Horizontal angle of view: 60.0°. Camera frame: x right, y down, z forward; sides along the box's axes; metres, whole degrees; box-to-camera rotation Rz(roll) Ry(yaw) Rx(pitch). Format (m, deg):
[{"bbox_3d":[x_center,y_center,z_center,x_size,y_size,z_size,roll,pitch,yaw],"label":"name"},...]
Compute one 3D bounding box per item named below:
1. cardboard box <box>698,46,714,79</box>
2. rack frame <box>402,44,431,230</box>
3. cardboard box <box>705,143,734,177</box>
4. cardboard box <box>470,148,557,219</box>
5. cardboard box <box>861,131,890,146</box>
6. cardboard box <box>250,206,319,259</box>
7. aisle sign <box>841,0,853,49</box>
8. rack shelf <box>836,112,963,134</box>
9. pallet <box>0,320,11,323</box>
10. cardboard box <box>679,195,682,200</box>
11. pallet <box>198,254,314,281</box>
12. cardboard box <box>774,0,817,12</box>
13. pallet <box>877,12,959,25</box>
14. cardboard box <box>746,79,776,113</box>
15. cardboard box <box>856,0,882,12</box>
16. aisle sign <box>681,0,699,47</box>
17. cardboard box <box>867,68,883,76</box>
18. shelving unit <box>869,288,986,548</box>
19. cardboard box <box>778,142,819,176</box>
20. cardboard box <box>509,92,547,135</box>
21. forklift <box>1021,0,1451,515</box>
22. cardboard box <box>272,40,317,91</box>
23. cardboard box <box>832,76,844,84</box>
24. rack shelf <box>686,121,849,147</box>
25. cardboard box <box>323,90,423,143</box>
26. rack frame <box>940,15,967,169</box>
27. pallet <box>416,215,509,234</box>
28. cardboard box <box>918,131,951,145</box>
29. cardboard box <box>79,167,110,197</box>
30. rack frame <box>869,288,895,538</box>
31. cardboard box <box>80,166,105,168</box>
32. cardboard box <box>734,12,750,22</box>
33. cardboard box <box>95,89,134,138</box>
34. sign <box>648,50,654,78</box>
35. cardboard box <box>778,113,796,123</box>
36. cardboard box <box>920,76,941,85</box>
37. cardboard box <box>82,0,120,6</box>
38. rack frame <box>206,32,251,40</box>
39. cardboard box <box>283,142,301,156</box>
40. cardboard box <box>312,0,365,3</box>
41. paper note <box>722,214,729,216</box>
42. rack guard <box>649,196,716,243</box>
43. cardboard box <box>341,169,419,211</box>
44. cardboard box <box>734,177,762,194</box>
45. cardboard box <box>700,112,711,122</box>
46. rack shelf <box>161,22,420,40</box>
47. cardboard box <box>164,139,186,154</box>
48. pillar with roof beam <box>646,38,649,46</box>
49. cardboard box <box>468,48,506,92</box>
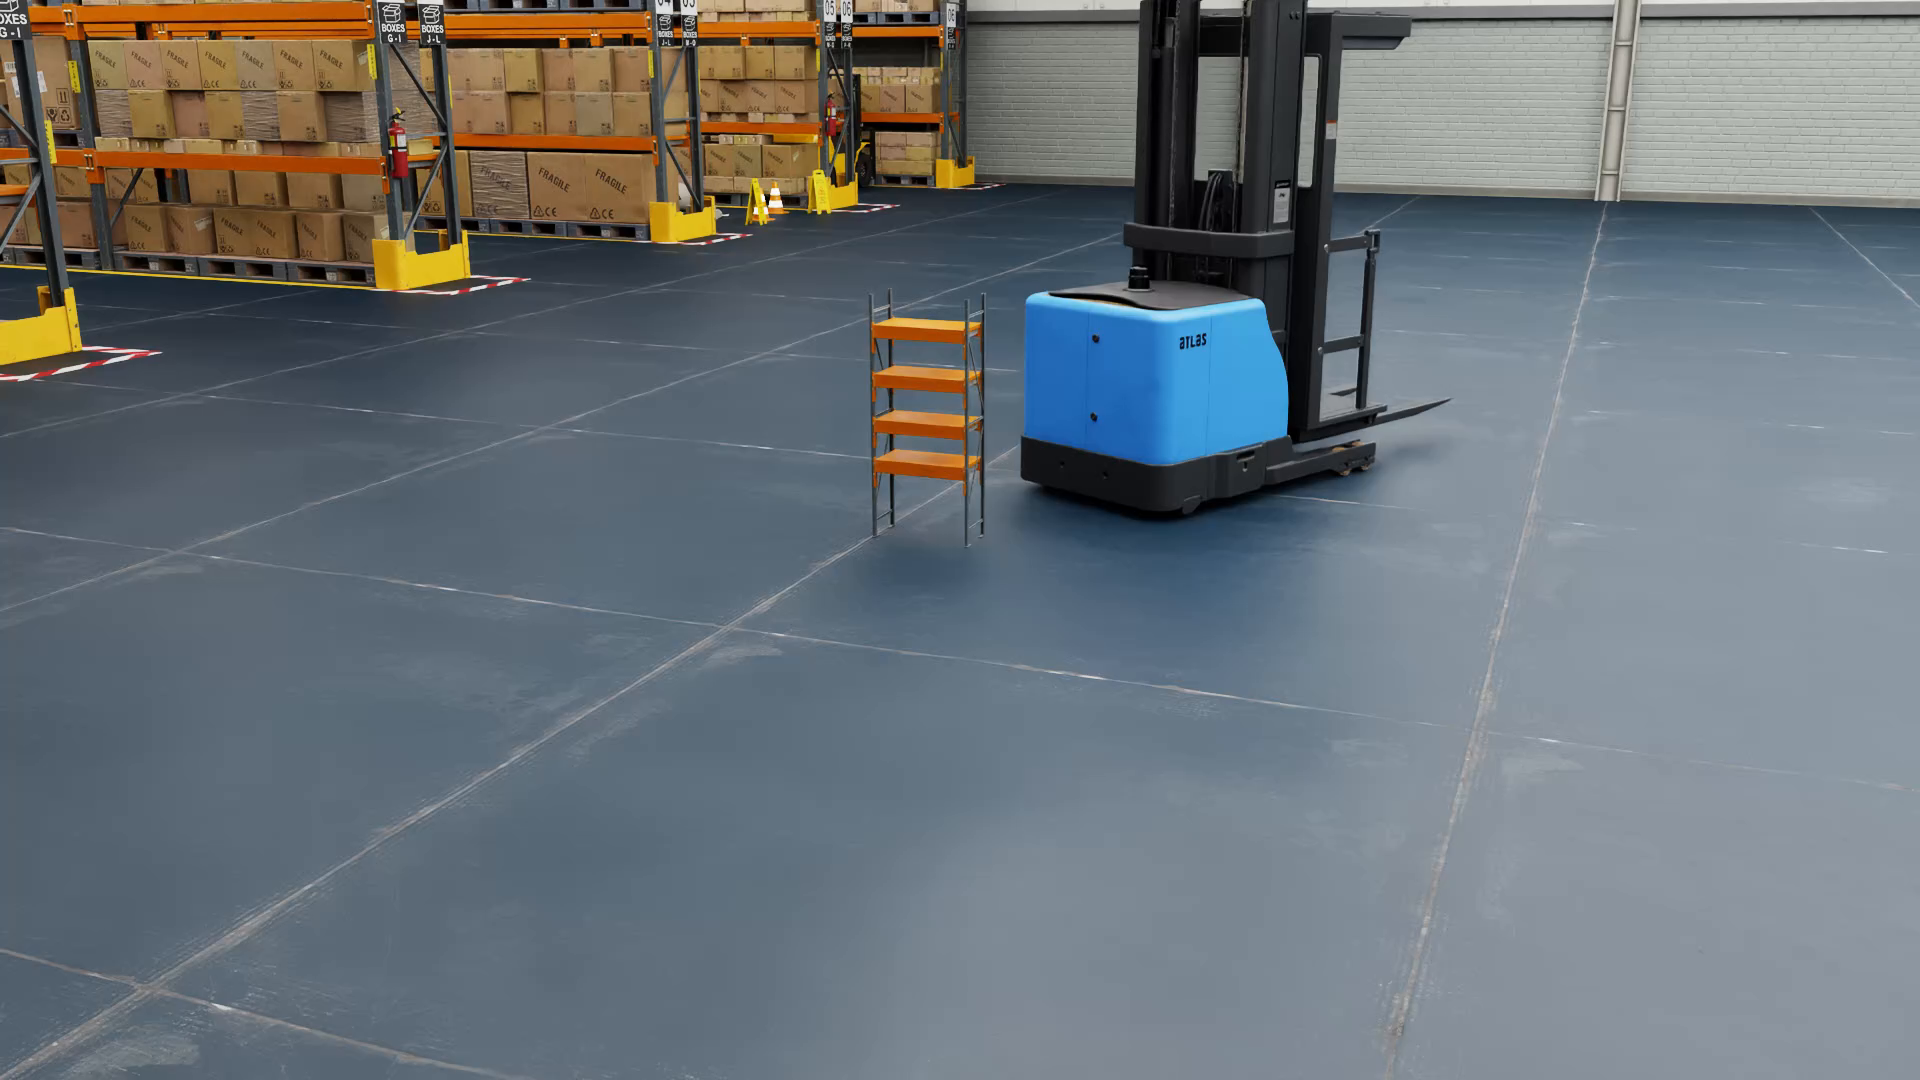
[{"bbox_3d":[-3.876,-7.544,26.274,0.500,0.500,0.700,6,17,20],"label":"cardboard box"},{"bbox_3d":[-7.371,-5.826,22.863,0.127,3.000,1.000,6,17,21],"label":"rack frame"},{"bbox_3d":[-3.722,-6.073,26.546,0.500,0.500,0.500,6,17,19],"label":"cardboard box"},{"bbox_3d":[-5.971,-4.834,22.502,0.875,0.875,0.875,6,17,21],"label":"cardboard box"},{"bbox_3d":[-1.603,-7.426,30.760,0.500,0.250,0.500,7,17,21],"label":"cardboard box"},{"bbox_3d":[-7.282,-3.332,18.001,0.500,0.500,0.500,8,18,26],"label":"cardboard box"},{"bbox_3d":[-1.756,-8.034,25.804,0.004,0.787,0.394,6,17,21],"label":"aisle sign"},{"bbox_3d":[-1.970,-7.858,31.152,4.000,0.370,1.077,6,17,21],"label":"rack shelf"},{"bbox_3d":[-8.223,-1.598,13.298,1.213,0.211,1.003,6,17,21],"label":"pallet"},{"bbox_3d":[-4.490,-5.036,24.617,0.637,0.503,0.797,-5,17,-18],"label":"cardboard box"},{"bbox_3d":[-7.508,-3.027,18.223,1.213,0.211,1.003,6,17,21],"label":"pallet"},{"bbox_3d":[-2.502,-8.205,25.412,0.500,0.250,0.500,6,17,20],"label":"cardboard box"},{"bbox_3d":[-0.758,-9.476,30.214,1.213,0.211,1.003,6,17,21],"label":"pallet"},{"bbox_3d":[-2.998,-6.939,25.982,0.500,0.500,0.500,6,17,21],"label":"cardboard box"},{"bbox_3d":[-1.527,-9.850,30.231,0.500,0.500,0.700,6,17,21],"label":"cardboard box"},{"bbox_3d":[-3.474,-6.736,21.334,0.004,0.787,0.394,6,17,21],"label":"aisle sign"},{"bbox_3d":[-1.502,-8.563,30.413,0.250,0.149,0.380,7,18,22],"label":"cardboard box"},{"bbox_3d":[-0.154,-0.593,8.065,0.503,1.200,0.258,6,17,21],"label":"shelving unit"},{"bbox_3d":[-2.599,-6.109,26.671,0.500,0.500,0.500,6,17,19],"label":"cardboard box"},{"bbox_3d":[-5.514,-5.699,22.157,0.500,0.550,0.875,6,17,21],"label":"cardboard box"},{"bbox_3d":[1.752,-1.864,9.336,3.031,2.935,1.130,-15,22,-41],"label":"forklift"},{"bbox_3d":[-6.633,-4.854,17.007,0.500,0.500,0.500,6,17,21],"label":"cardboard box"},{"bbox_3d":[-2.200,-8.504,30.742,0.250,0.149,0.380,6,17,19],"label":"cardboard box"},{"bbox_3d":[-3.788,-6.571,26.717,4.000,0.370,1.077,6,17,21],"label":"rack shelf"},{"bbox_3d":[-6.065,-4.395,17.221,0.500,0.500,0.875,6,17,21],"label":"cardboard box"},{"bbox_3d":[-0.110,-7.999,30.347,0.127,3.000,1.000,6,17,21],"label":"rack frame"},{"bbox_3d":[-6.692,-4.389,22.914,1.213,0.211,1.003,6,17,21],"label":"pallet"},{"bbox_3d":[-0.487,-7.459,30.871,0.500,0.250,0.500,6,17,20],"label":"cardboard box"},{"bbox_3d":[-12.779,-5.340,24.919,0.500,0.500,0.500,5,17,18],"label":"cardboard box"},{"bbox_3d":[-0.381,-0.618,8.151,0.015,1.200,0.240,6,17,21],"label":"rack frame"},{"bbox_3d":[-12.765,-5.704,24.826,0.500,0.250,0.500,7,17,22],"label":"cardboard box"},{"bbox_3d":[-3.301,-8.105,25.781,0.250,0.149,0.380,6,17,20],"label":"cardboard box"},{"bbox_3d":[-8.889,-4.679,18.198,0.500,0.500,0.875,6,17,21],"label":"cardboard box"},{"bbox_3d":[-3.862,-5.948,20.779,0.005,0.325,0.100,6,17,21],"label":"sign"},{"bbox_3d":[-2.630,-6.571,25.877,0.250,0.149,0.380,6,17,20],"label":"cardboard box"},{"bbox_3d":[-0.535,-8.321,30.115,0.250,0.149,0.380,7,17,21],"label":"cardboard box"},{"bbox_3d":[-8.960,-5.806,17.683,0.500,0.250,0.500,6,17,18],"label":"cardboard box"},{"bbox_3d":[-13.090,-7.939,30.140,0.127,3.000,1.000,6,17,21],"label":"rack frame"},{"bbox_3d":[-6.832,-4.100,17.367,0.250,0.149,0.380,6,17,21],"label":"cardboard box"},{"bbox_3d":[-6.105,-5.493,16.604,0.500,0.250,0.500,7,17,22],"label":"cardboard box"},{"bbox_3d":[-3.537,-4.866,24.880,0.142,0.019,0.148,0,16,1],"label":"paper note"},{"bbox_3d":[-3.627,-4.214,21.794,0.348,0.500,1.175,6,17,21],"label":"rack guard"},{"bbox_3d":[-7.981,-4.988,23.257,0.750,0.750,1.050,6,17,20],"label":"cardboard box"},{"bbox_3d":[-3.257,-5.661,26.470,0.500,0.250,0.500,6,17,21],"label":"cardboard box"},{"bbox_3d":[-4.042,-6.733,26.436,0.250,0.149,0.380,6,17,20],"label":"cardboard box"},{"bbox_3d":[-9.231,-7.126,23.250,4.000,0.370,1.077,6,17,21],"label":"rack shelf"},{"bbox_3d":[-8.271,-4.223,17.791,0.250,0.149,0.380,6,17,21],"label":"cardboard box"},{"bbox_3d":[-7.588,-10.682,28.830,0.400,9.000,9.100,6,17,21],"label":"pillar with roof beam"},{"bbox_3d":[-6.034,-6.253,22.128,0.550,0.550,0.875,6,17,21],"label":"cardboard box"}]
